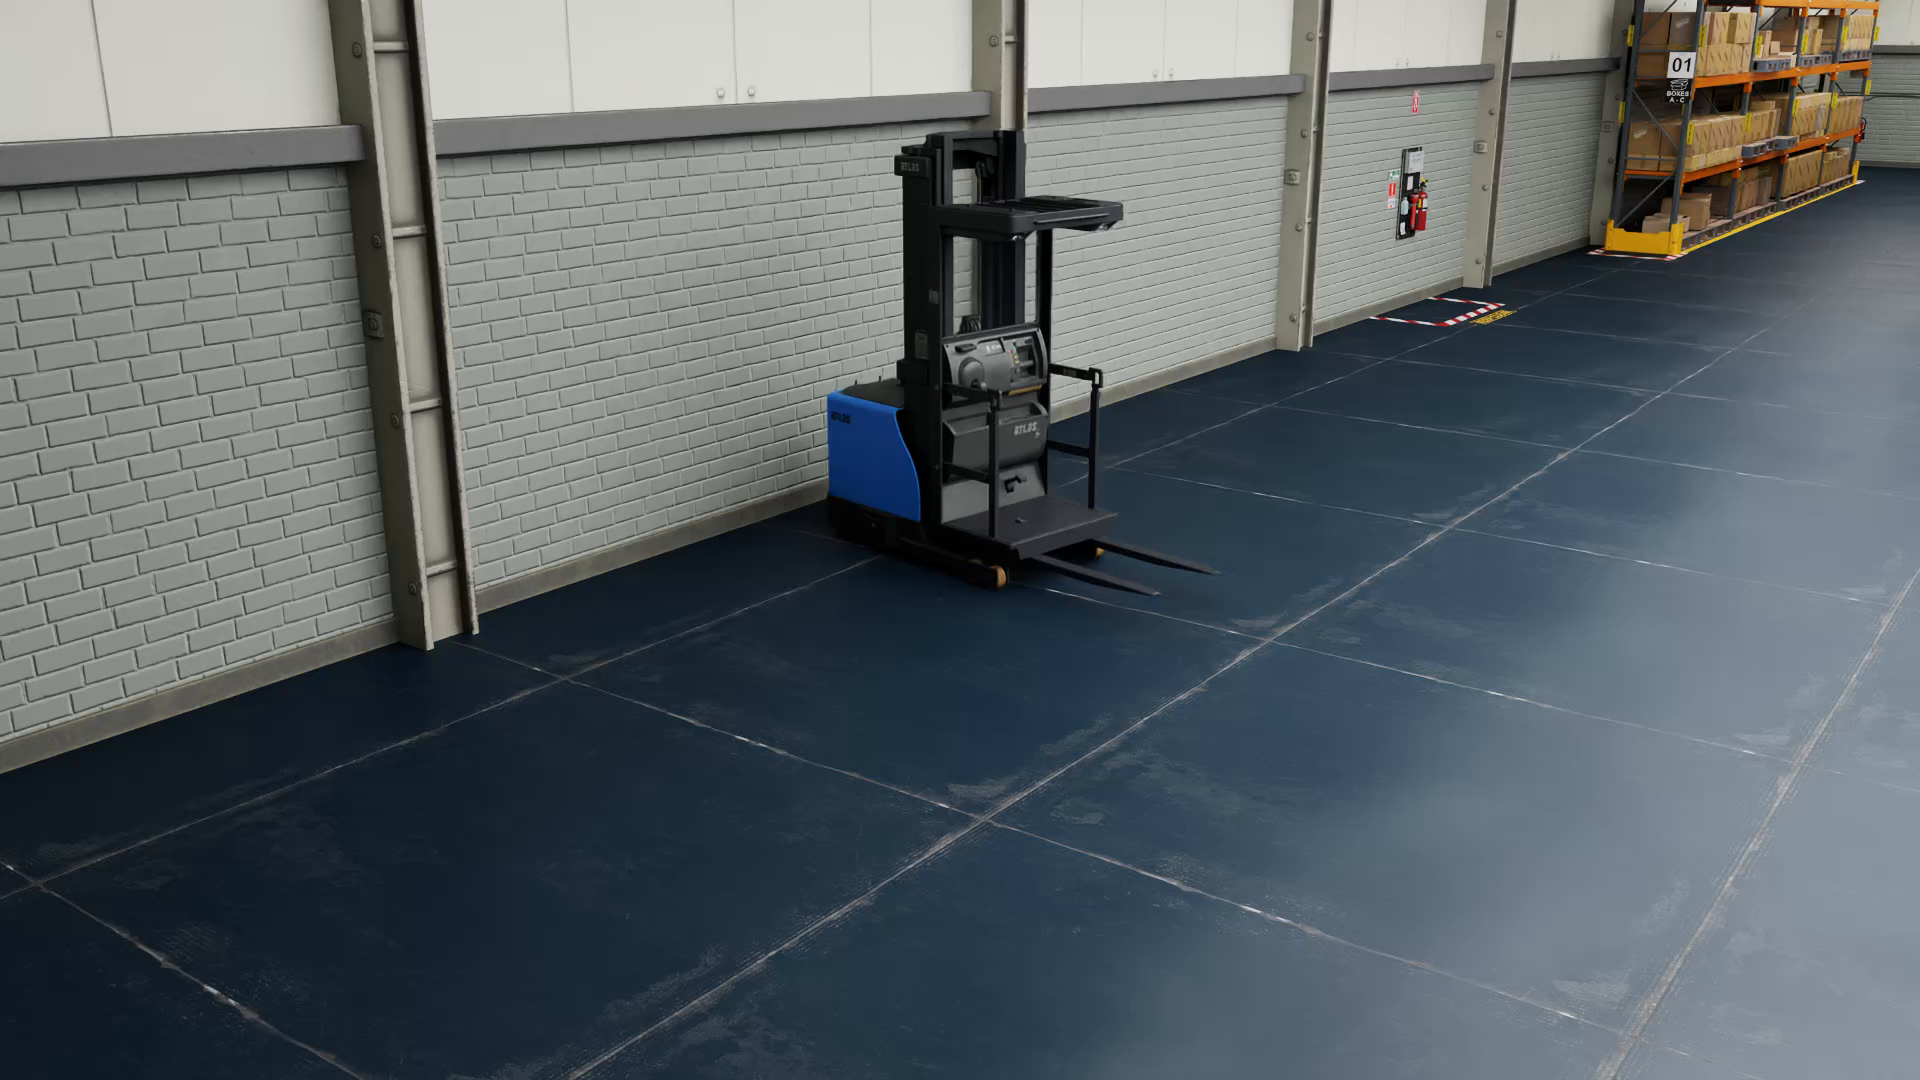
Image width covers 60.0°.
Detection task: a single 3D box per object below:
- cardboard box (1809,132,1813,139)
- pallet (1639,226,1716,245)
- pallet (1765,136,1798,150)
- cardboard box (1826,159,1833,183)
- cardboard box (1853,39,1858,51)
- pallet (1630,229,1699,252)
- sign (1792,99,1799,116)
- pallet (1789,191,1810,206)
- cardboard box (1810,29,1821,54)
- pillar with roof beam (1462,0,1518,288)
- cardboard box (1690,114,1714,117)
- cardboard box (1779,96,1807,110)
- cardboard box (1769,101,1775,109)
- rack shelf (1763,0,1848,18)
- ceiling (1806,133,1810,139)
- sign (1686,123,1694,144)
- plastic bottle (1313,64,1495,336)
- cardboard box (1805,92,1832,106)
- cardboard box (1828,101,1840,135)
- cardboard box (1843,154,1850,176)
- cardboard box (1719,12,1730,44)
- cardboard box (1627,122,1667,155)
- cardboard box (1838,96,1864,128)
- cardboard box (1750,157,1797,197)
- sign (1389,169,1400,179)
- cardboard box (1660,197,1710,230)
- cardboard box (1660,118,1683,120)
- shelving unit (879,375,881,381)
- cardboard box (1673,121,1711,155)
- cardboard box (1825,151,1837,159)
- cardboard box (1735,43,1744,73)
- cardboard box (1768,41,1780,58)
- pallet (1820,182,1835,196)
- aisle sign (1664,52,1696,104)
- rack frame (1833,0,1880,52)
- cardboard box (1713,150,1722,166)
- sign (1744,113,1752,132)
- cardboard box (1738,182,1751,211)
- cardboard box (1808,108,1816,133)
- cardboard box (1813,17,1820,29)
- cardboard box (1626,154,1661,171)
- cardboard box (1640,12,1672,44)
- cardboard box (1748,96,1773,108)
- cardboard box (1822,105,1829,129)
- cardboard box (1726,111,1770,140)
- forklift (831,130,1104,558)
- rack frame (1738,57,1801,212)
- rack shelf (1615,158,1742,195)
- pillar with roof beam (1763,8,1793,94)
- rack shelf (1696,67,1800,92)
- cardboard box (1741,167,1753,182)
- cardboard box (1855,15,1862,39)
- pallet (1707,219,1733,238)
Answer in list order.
[{"bbox_3d":[17.883,-8.612,35.309,0.380,0.149,0.250,12,21,35],"label":"cardboard box"},{"bbox_3d":[12.623,-5.396,29.264,1.003,0.211,1.213,12,21,35],"label":"pallet"},{"bbox_3d":[15.765,-7.858,32.814,1.213,0.211,1.003,12,21,35],"label":"pallet"},{"bbox_3d":[19.318,-8.377,37.668,0.700,0.500,0.500,12,21,34],"label":"cardboard box"},{"bbox_3d":[19.726,-11.061,37.121,0.500,0.250,0.500,12,21,33],"label":"cardboard box"},{"bbox_3d":[11.895,-5.107,28.332,1.003,0.211,1.213,12,21,35],"label":"pallet"},{"bbox_3d":[16.546,-8.560,32.931,0.100,0.325,0.005,12,21,35],"label":"sign"},{"bbox_3d":[17.362,-7.270,35.300,1.003,0.211,1.213,12,21,35],"label":"pallet"},{"bbox_3d":[17.595,-10.447,34.860,0.700,0.500,0.500,12,21,34],"label":"cardboard box"},{"bbox_3d":[10.942,-7.228,20.345,9.100,9.000,0.400,12,21,35],"label":"pillar with roof beam"},{"bbox_3d":[13.273,-7.407,29.992,0.500,0.500,0.500,12,21,33],"label":"cardboard box"},{"bbox_3d":[16.902,-8.887,33.834,0.500,0.250,0.500,12,21,34],"label":"cardboard box"},{"bbox_3d":[15.923,-8.619,32.935,0.380,0.149,0.250,9,20,28],"label":"cardboard box"},{"bbox_3d":[17.296,-10.945,34.203,1.077,0.370,4.000,12,21,35],"label":"rack shelf"},{"bbox_3d":[15.220,-5.958,14.047,21.274,7.690,36.812,12,21,35],"label":"ceiling"},{"bbox_3d":[11.773,-6.551,26.820,0.100,0.325,0.005,12,21,35],"label":"sign"},{"bbox_3d":[5.661,-4.465,21.394,0.200,3.100,6.000,12,21,35],"label":"plastic bottle"},{"bbox_3d":[18.415,-9.492,35.784,0.500,0.250,0.500,13,22,36],"label":"cardboard box"},{"bbox_3d":[18.824,-9.361,36.823,0.980,0.700,0.700,13,21,36],"label":"cardboard box"},{"bbox_3d":[20.534,-8.866,39.243,0.700,0.500,0.500,12,21,35],"label":"cardboard box"},{"bbox_3d":[12.398,-8.484,27.559,0.500,0.500,0.500,13,22,36],"label":"cardboard box"},{"bbox_3d":[11.448,-6.679,27.648,0.500,0.500,0.500,12,21,34],"label":"cardboard box"},{"bbox_3d":[20.575,-10.064,39.087,0.980,0.700,0.700,14,22,37],"label":"cardboard box"},{"bbox_3d":[16.648,-7.464,34.139,0.750,0.750,0.750,12,21,34],"label":"cardboard box"},{"bbox_3d":[5.580,-4.698,21.360,0.001,0.109,0.331,12,21,35],"label":"sign"},{"bbox_3d":[12.639,-5.700,29.014,0.700,0.500,0.500,11,20,31],"label":"cardboard box"},{"bbox_3d":[12.360,-7.041,28.813,0.500,0.500,0.500,13,21,35],"label":"cardboard box"},{"bbox_3d":[-0.637,-0.718,12.785,0.249,1.050,0.215,-16,23,-41],"label":"shelving unit"},{"bbox_3d":[12.166,-6.706,27.734,0.500,0.500,0.500,12,21,35],"label":"cardboard box"},{"bbox_3d":[19.677,-8.741,37.748,0.380,0.149,0.250,12,21,33],"label":"cardboard box"},{"bbox_3d":[13.307,-8.393,28.954,0.500,0.500,0.500,10,20,30],"label":"cardboard box"},{"bbox_3d":[15.257,-9.337,31.988,0.797,0.503,0.637,16,24,42],"label":"cardboard box"},{"bbox_3d":[19.004,-7.927,37.413,1.003,0.211,1.213,12,21,35],"label":"pallet"},{"bbox_3d":[11.536,-7.404,26.646,0.394,0.787,0.004,12,21,35],"label":"aisle sign"},{"bbox_3d":[24.032,-7.906,27.264,20.791,5.808,16.191,12,21,35],"label":"rack frame"},{"bbox_3d":[12.793,-6.597,28.650,0.500,0.250,0.500,13,21,35],"label":"cardboard box"},{"bbox_3d":[14.161,-7.505,29.894,0.100,0.325,0.005,12,21,35],"label":"sign"},{"bbox_3d":[14.750,-6.627,31.998,0.700,0.500,0.500,13,21,35],"label":"cardboard box"},{"bbox_3d":[17.519,-8.775,34.738,0.500,0.500,0.500,13,22,36],"label":"cardboard box"},{"bbox_3d":[17.858,-10.953,35.224,0.500,0.250,0.500,14,22,39],"label":"cardboard box"},{"bbox_3d":[11.460,-6.316,27.745,0.500,0.250,0.500,13,21,35],"label":"cardboard box"},{"bbox_3d":[11.385,-8.349,27.126,0.500,0.500,0.500,14,22,37],"label":"cardboard box"},{"bbox_3d":[16.166,-8.850,33.715,0.500,0.250,0.500,13,22,36],"label":"cardboard box"},{"bbox_3d":[18.415,-9.136,35.901,0.500,0.500,0.500,12,21,34],"label":"cardboard box"},{"bbox_3d":[15.108,-7.982,31.978,0.700,0.500,0.500,12,21,35],"label":"cardboard box"},{"bbox_3d":[24.374,-3.668,18.734,46.598,3.159,24.890,-16,23,-41],"label":"forklift"},{"bbox_3d":[16.104,-8.138,33.393,1.000,3.000,0.127,12,21,35],"label":"rack frame"},{"bbox_3d":[12.529,-6.366,28.898,1.077,0.370,4.000,12,21,35],"label":"rack shelf"},{"bbox_3d":[21.667,-11.515,34.151,9.100,9.000,0.400,12,21,35],"label":"pillar with roof beam"},{"bbox_3d":[14.913,-8.751,31.521,1.077,0.370,4.000,12,21,35],"label":"rack shelf"},{"bbox_3d":[15.025,-7.084,32.206,0.500,0.250,0.500,12,21,34],"label":"cardboard box"},{"bbox_3d":[19.729,-11.421,37.017,0.500,0.500,0.500,13,21,35],"label":"cardboard box"},{"bbox_3d":[13.349,-5.688,30.203,1.003,0.211,1.213,12,21,35],"label":"pallet"}]
